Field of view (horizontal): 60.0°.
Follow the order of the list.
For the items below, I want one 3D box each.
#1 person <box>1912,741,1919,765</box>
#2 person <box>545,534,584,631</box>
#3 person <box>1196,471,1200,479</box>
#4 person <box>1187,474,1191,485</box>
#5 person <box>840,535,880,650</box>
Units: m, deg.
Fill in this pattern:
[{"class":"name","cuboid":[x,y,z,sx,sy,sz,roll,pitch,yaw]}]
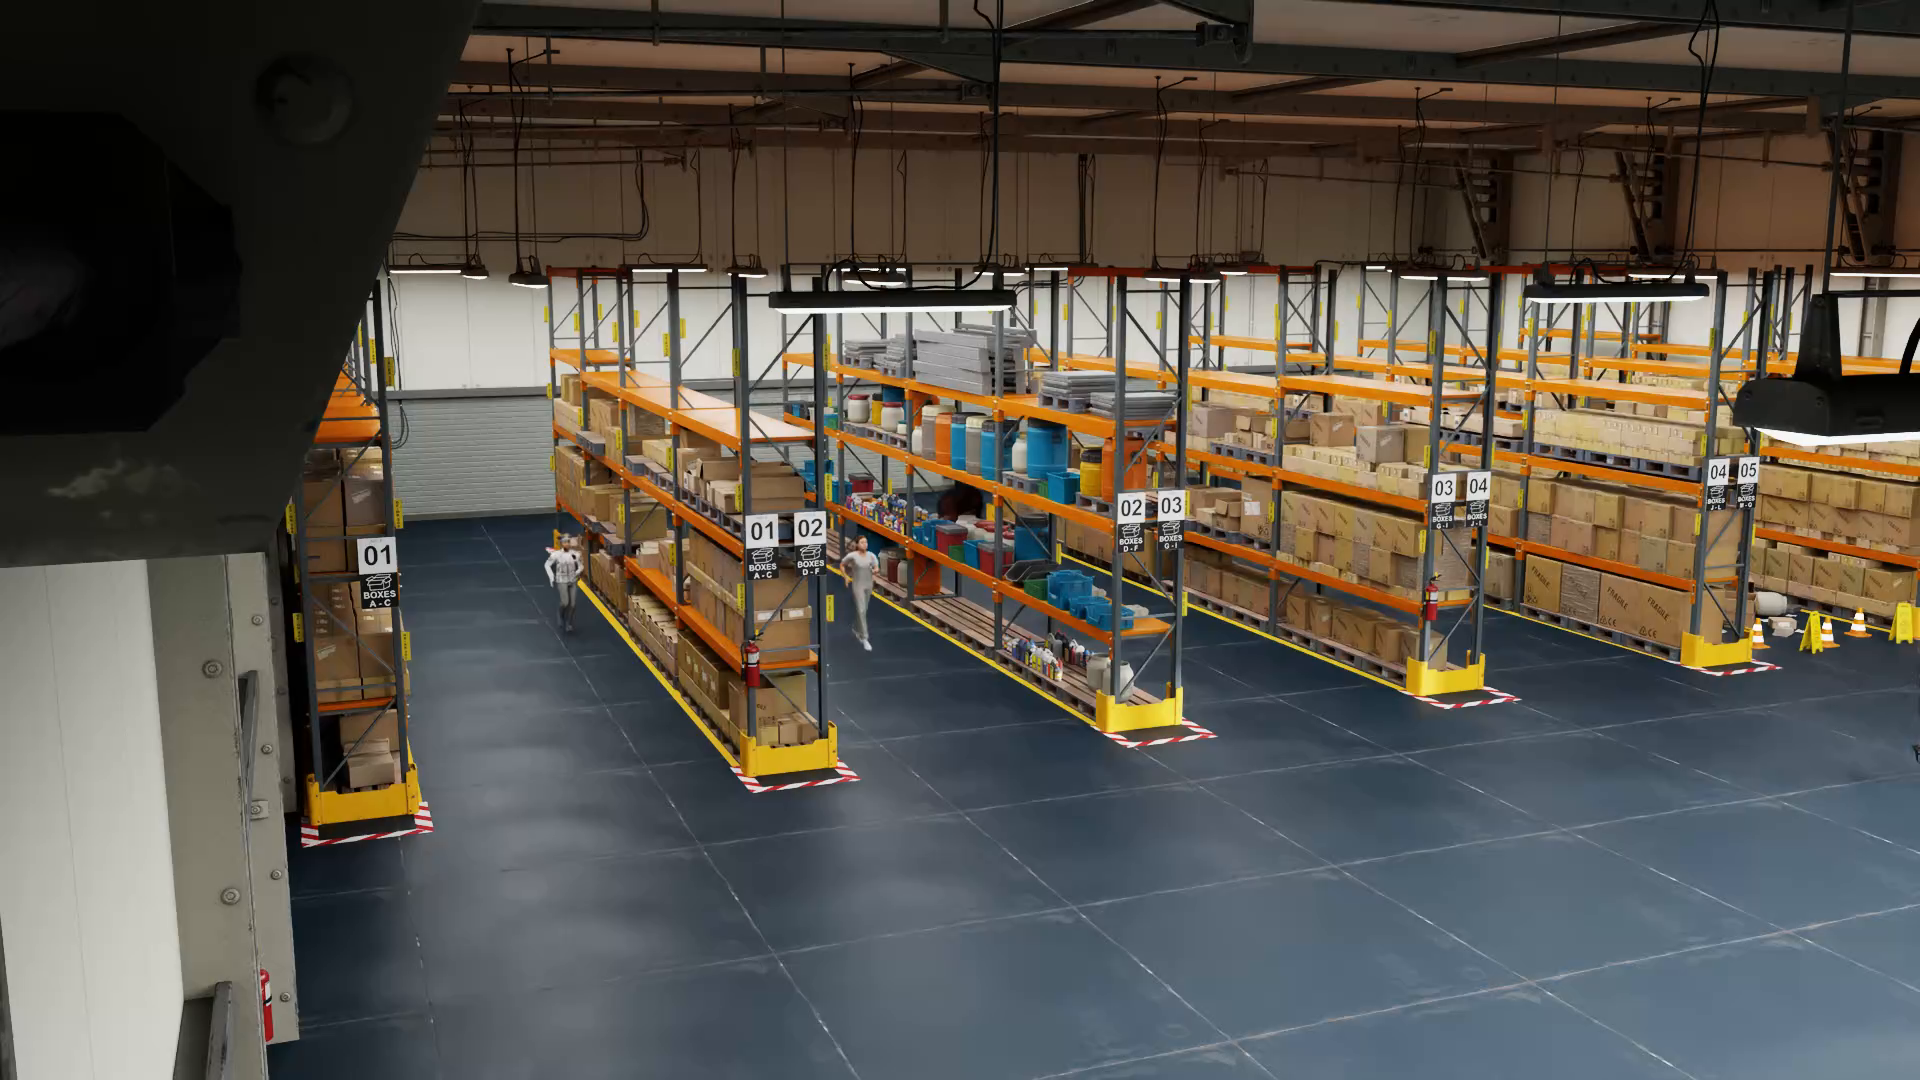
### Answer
[{"class":"person","cuboid":[11.819,2.088,19.897,0.609,1.685,0.691,2,10,10]},{"class":"person","cuboid":[-6.551,0.716,27.737,0.607,1.650,0.559,-5,11,-28]},{"class":"person","cuboid":[6.148,-1.846,42.096,0.715,1.827,0.659,-9,13,-42]},{"class":"person","cuboid":[4.666,-0.618,34.998,0.717,1.749,1.005,-5,11,-27]},{"class":"person","cuboid":[-1.509,0.775,25.618,0.543,1.730,0.786,-6,12,-31]}]
